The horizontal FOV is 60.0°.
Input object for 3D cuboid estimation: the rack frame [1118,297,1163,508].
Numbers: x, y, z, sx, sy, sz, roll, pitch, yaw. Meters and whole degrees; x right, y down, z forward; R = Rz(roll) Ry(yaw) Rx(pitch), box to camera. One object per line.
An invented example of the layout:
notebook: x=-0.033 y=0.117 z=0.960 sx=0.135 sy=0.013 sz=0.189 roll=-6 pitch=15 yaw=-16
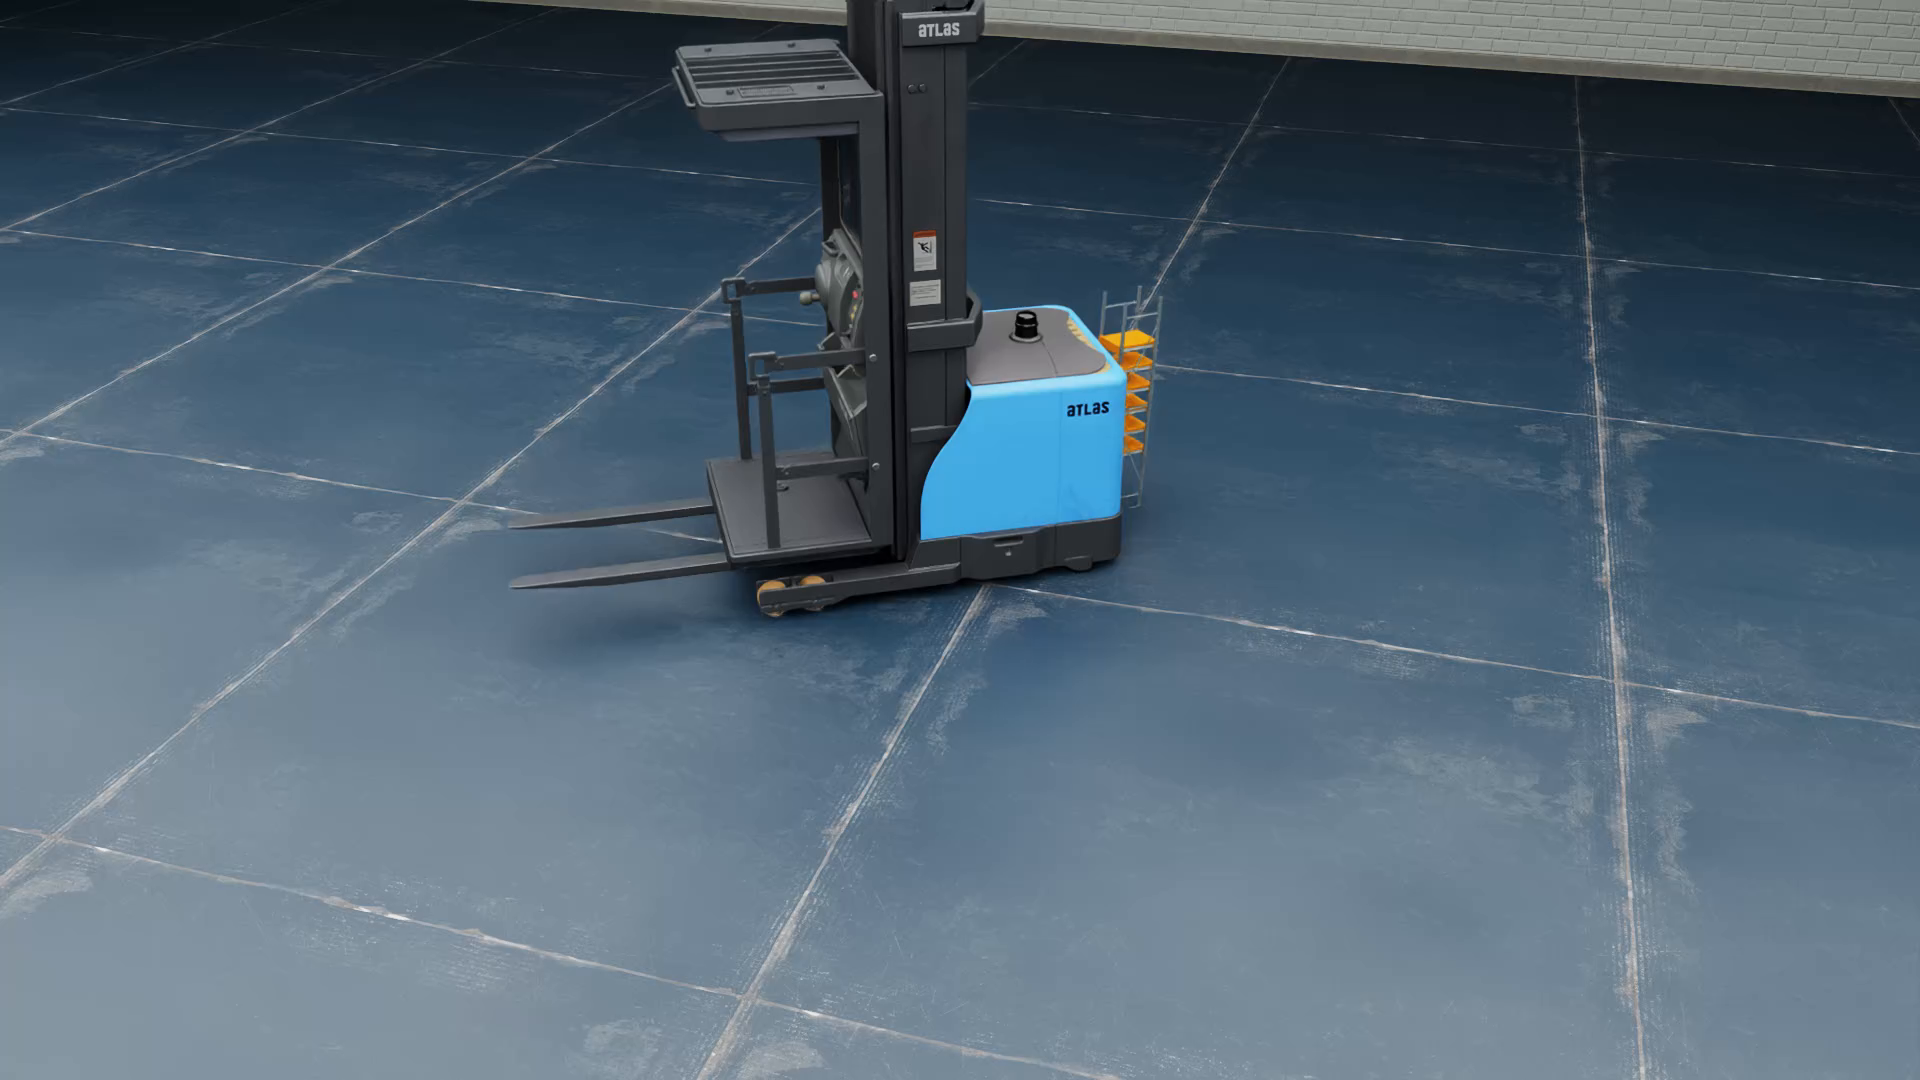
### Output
rack frame: x=0.908 y=-0.692 z=8.744 sx=0.240 sy=1.200 sz=0.006 roll=-13 pitch=31 yaw=-28

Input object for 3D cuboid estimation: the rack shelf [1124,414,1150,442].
rack shelf: x=0.853 y=-0.584 z=8.889 sx=0.258 sy=0.103 sz=0.180 roll=-13 pitch=31 yaw=-28

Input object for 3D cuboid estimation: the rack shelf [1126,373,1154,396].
rack shelf: x=0.864 y=-0.797 z=8.778 sx=0.258 sy=0.103 sz=0.180 roll=-13 pitch=31 yaw=-28

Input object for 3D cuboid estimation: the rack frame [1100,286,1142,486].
rack frame: x=0.814 y=-0.768 z=8.882 sx=0.240 sy=1.200 sz=0.006 roll=-13 pitch=31 yaw=-28

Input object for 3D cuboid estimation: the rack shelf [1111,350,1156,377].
rack shelf: x=0.870 y=-0.903 z=8.723 sx=0.258 sy=0.103 sz=0.180 roll=-13 pitch=31 yaw=-28

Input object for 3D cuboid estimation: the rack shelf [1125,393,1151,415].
rack shelf: x=0.859 y=-0.690 z=8.833 sx=0.258 sy=0.103 sz=0.180 roll=-13 pitch=31 yaw=-28

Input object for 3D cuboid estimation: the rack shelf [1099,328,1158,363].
rack shelf: x=0.875 y=-1.010 z=8.668 sx=0.258 sy=0.103 sz=0.180 roll=-13 pitch=31 yaw=-28

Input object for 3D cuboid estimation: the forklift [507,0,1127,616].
forklift: x=-0.752 y=-1.196 z=7.886 sx=3.031 sy=2.935 sz=1.130 roll=-7 pitch=30 yaw=-12

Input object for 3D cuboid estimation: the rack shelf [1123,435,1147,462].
rack shelf: x=0.848 y=-0.478 z=8.944 sx=0.258 sy=0.103 sz=0.180 roll=-13 pitch=31 yaw=-28

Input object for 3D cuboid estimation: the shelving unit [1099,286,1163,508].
shelving unit: x=0.861 y=-0.730 z=8.813 sx=0.258 sy=1.200 sz=0.189 roll=-13 pitch=31 yaw=-28
